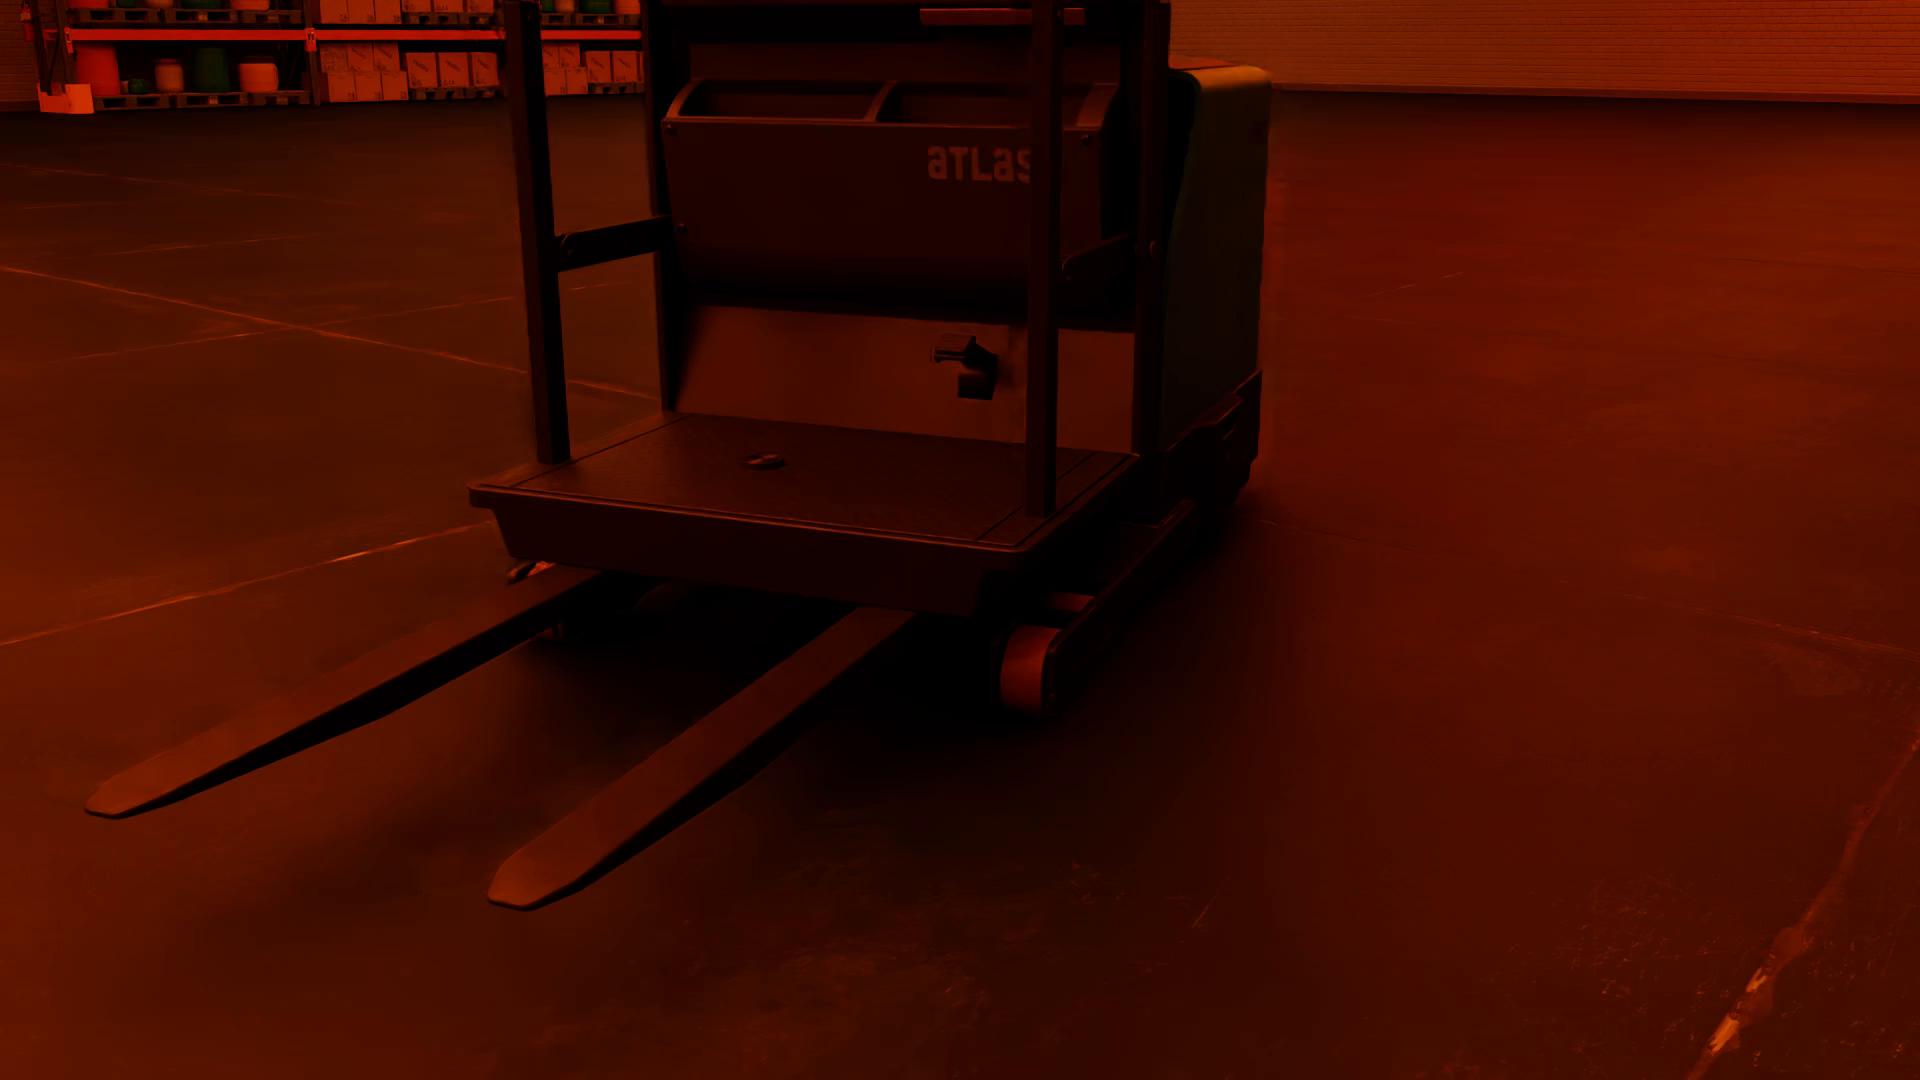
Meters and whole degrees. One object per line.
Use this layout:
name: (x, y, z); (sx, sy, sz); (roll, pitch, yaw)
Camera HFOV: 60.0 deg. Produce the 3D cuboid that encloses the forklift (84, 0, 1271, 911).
forklift: (-0.224, -1.227, 2.939); (1.130, 2.935, 3.031); (7, 18, 21)
